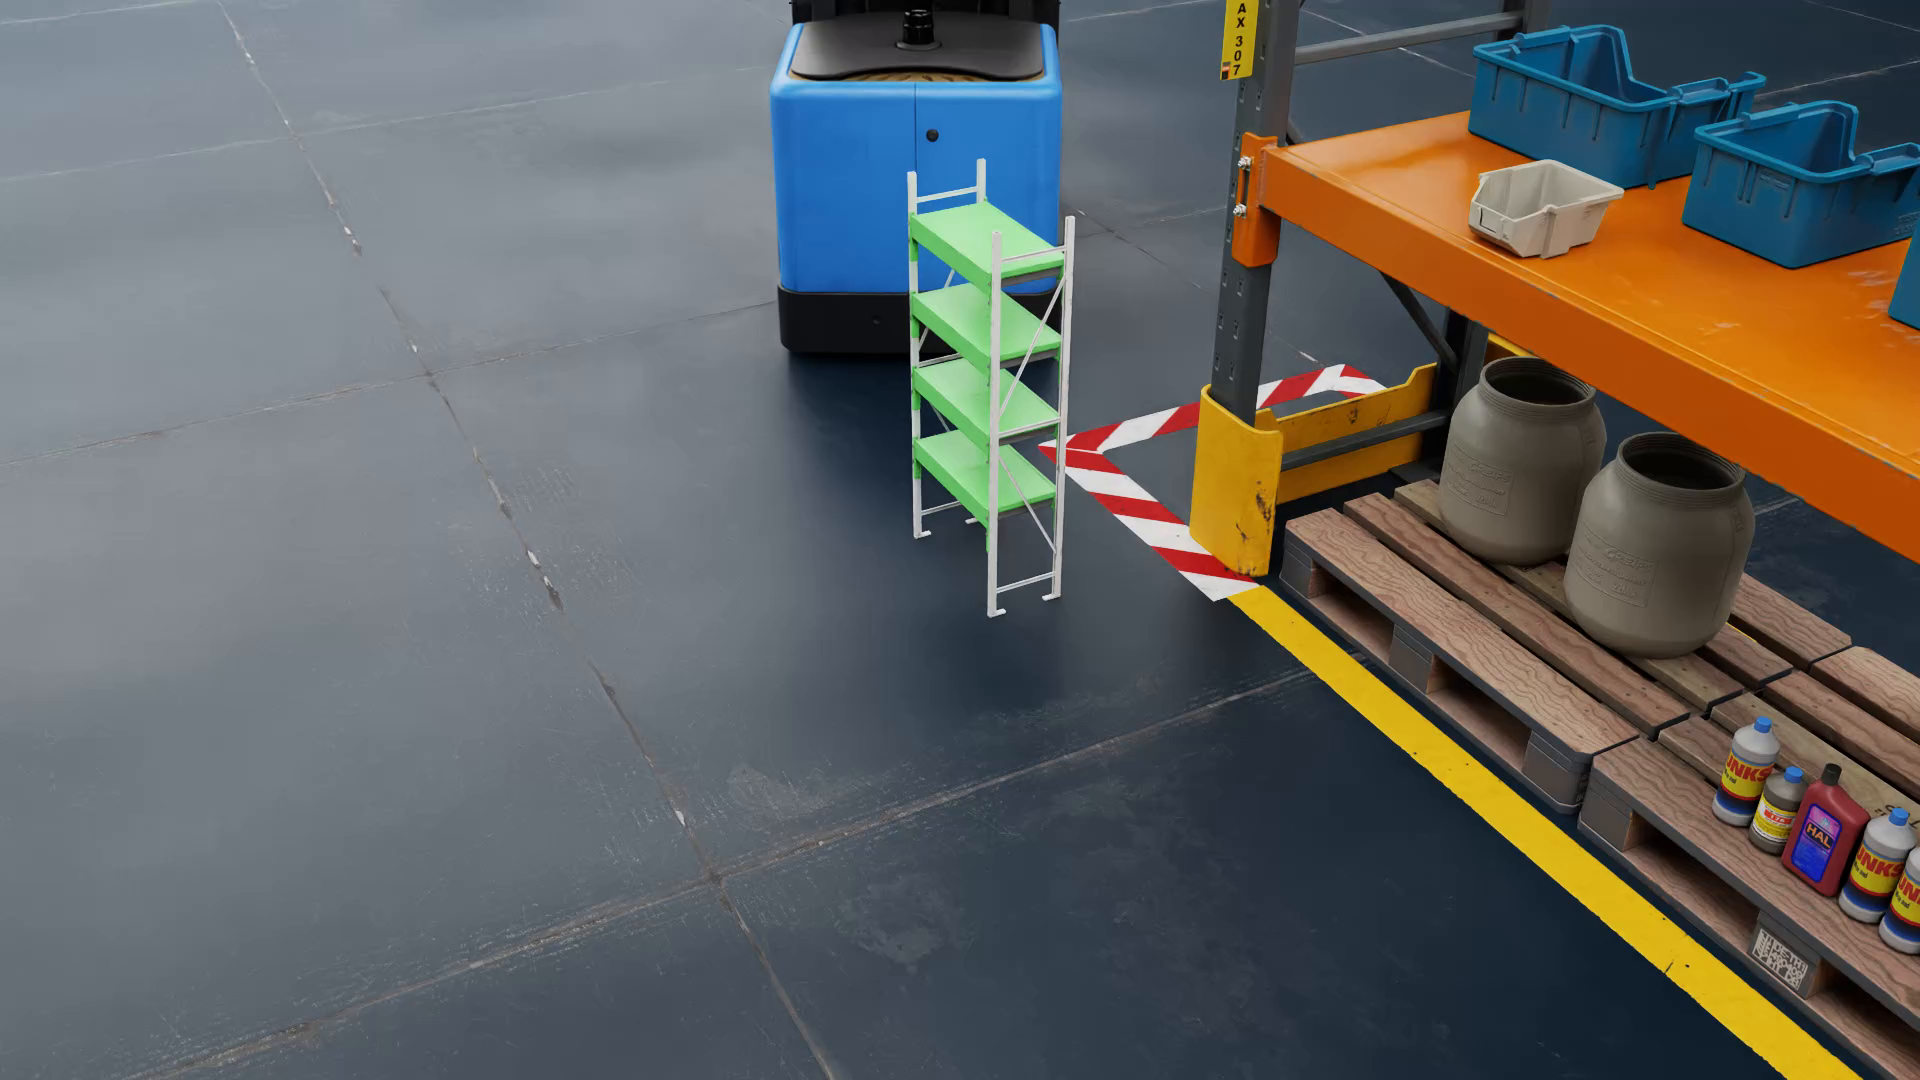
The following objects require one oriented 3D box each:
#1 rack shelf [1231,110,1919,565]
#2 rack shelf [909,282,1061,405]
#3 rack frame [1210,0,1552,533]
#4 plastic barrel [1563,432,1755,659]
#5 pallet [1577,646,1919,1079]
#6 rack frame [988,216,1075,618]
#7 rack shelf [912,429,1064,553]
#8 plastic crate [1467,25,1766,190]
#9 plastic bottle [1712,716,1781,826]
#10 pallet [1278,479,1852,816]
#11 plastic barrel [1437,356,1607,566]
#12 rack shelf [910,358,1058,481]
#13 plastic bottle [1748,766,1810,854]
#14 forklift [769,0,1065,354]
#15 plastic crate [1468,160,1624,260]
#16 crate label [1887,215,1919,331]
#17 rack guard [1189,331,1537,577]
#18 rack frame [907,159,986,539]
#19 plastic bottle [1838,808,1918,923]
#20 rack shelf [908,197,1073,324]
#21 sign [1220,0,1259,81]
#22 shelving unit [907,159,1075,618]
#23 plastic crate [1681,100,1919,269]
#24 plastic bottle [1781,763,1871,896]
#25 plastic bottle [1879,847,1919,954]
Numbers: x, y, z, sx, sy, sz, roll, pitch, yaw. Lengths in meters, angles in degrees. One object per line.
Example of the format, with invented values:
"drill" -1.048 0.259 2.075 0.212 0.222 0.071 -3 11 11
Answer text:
"rack shelf" 2.158 -0.133 3.344 1.077 0.370 4.000 -16 36 -23
"rack shelf" 0.077 -0.574 4.708 0.258 0.148 0.480 -16 36 -23
"rack frame" 1.225 -1.390 4.639 1.000 3.000 0.127 -16 36 -23
"plastic barrel" 1.834 0.015 4.364 0.421 0.512 0.421 0 33 0
"pallet" 2.241 0.779 3.839 1.003 0.211 1.213 -16 36 -23
"rack frame" 0.191 -0.310 4.621 0.240 1.200 0.015 -16 36 -23
"rack shelf" 0.077 -0.170 4.967 0.258 0.148 0.480 -16 36 -23
"plastic crate" 1.723 -1.164 4.424 0.499 0.251 0.616 -16 36 -23
"plastic bottle" 1.795 0.517 3.784 0.097 0.271 0.097 0 33 0
"pallet" 1.676 0.197 4.746 1.003 0.211 1.213 -16 36 -23
"plastic barrel" 1.600 -0.225 4.737 0.421 0.512 0.421 0 33 0
"rack shelf" 0.077 -0.372 4.837 0.258 0.148 0.480 -16 36 -23
"plastic bottle" 1.843 0.596 3.726 0.097 0.201 0.097 0 33 0
"forklift" -0.136 -2.686 6.726 1.130 2.935 3.031 0 33 1
"plastic crate" 1.358 -0.771 3.918 0.298 0.136 0.250 -16 36 -23
"crate label" 2.323 -0.595 3.365 0.502 0.435 0.616 -16 36 -23
"rack guard" 1.302 -0.313 5.276 1.175 0.500 0.348 -16 36 -23
"rack frame" -0.037 -0.543 4.985 0.240 1.200 0.015 -16 36 -23
"plastic bottle" 1.955 0.681 3.528 0.097 0.271 0.097 0 33 0
"rack shelf" 0.077 -0.777 4.579 0.258 0.148 0.480 -16 36 -23
"sign" 0.737 -1.370 4.352 0.100 0.325 0.005 -16 36 -23
"shelving unit" 0.077 -0.426 4.803 0.258 1.200 0.503 -16 36 -23
"plastic crate" 2.021 -0.853 3.938 0.499 0.251 0.408 -16 36 -23
"plastic bottle" 1.884 0.625 3.605 0.061 0.283 0.133 -15 36 -22
"plastic bottle" 2.001 0.728 3.454 0.097 0.271 0.097 0 33 0
